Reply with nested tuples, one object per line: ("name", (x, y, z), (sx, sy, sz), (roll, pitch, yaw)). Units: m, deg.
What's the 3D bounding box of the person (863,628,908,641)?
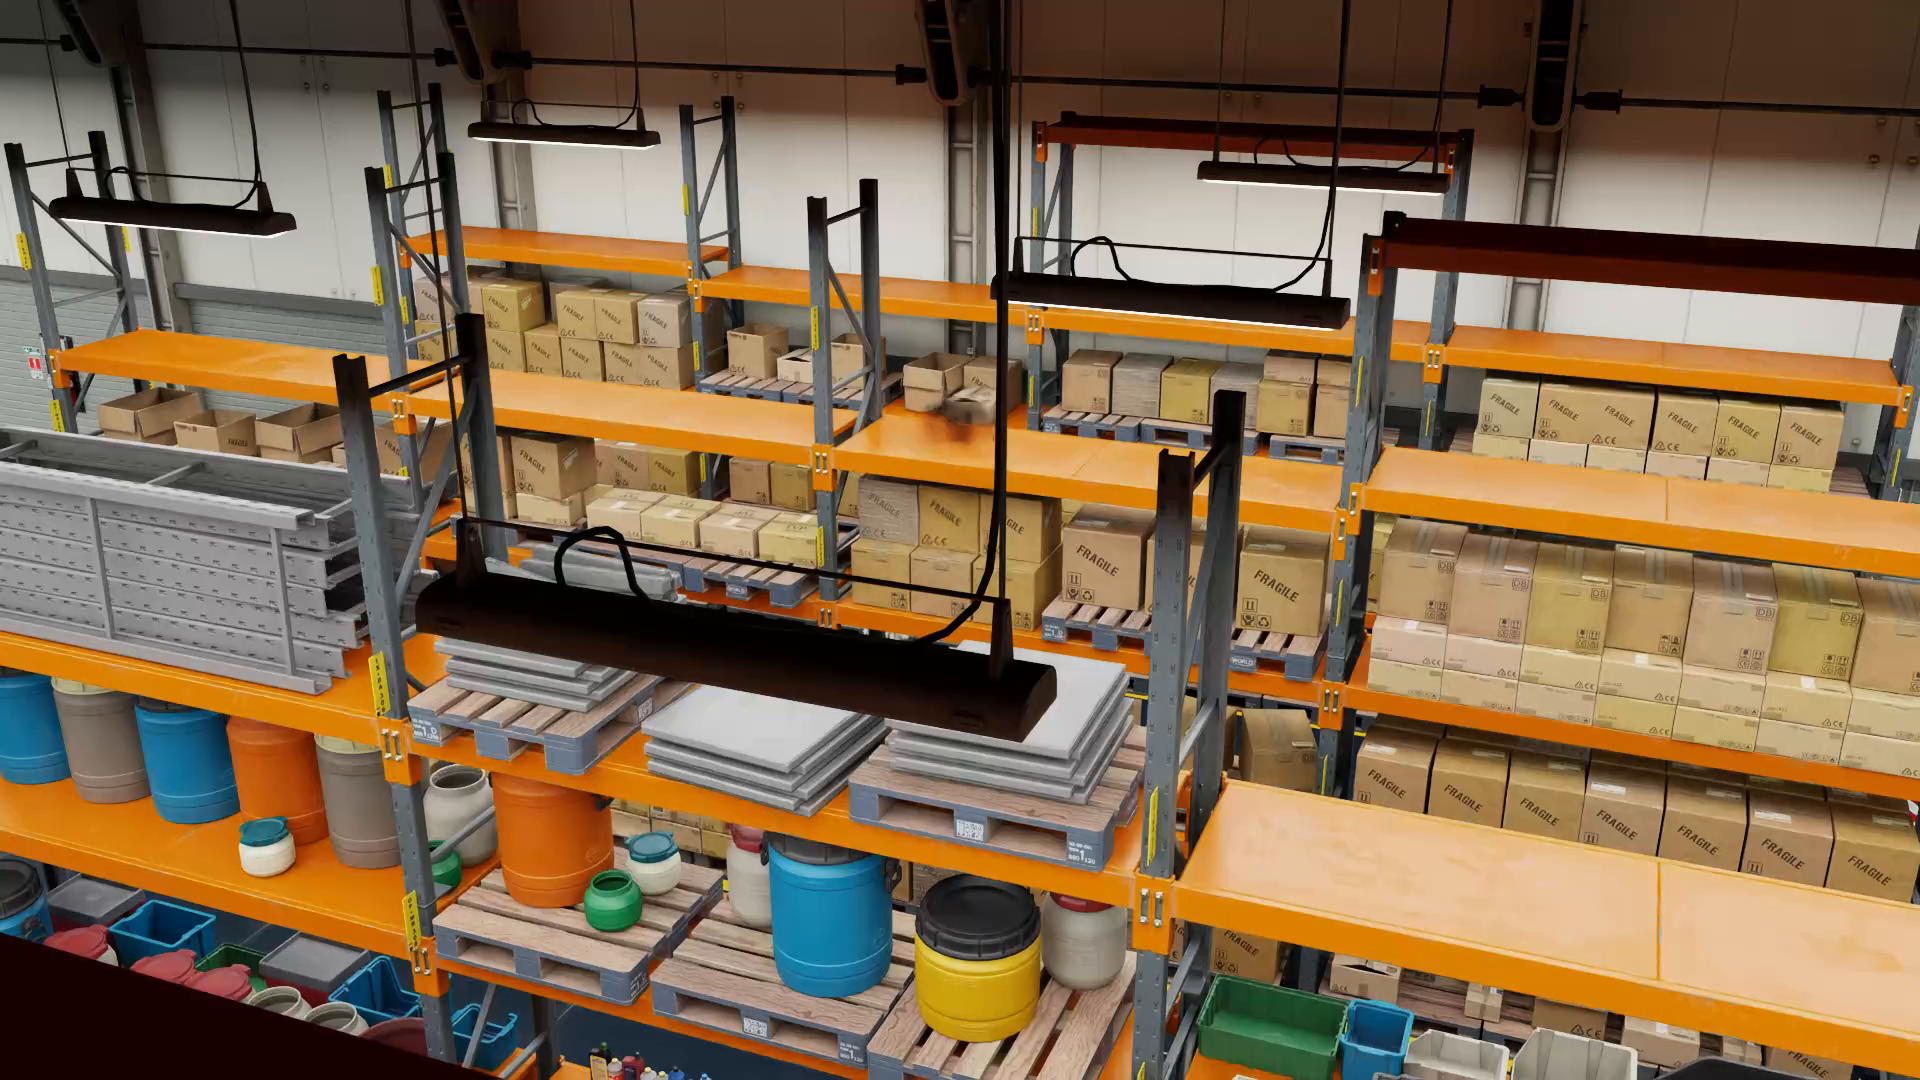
("person", (-0.770, 1.291, 16.810), (0.580, 1.731, 0.404), (16, 26, 35))
